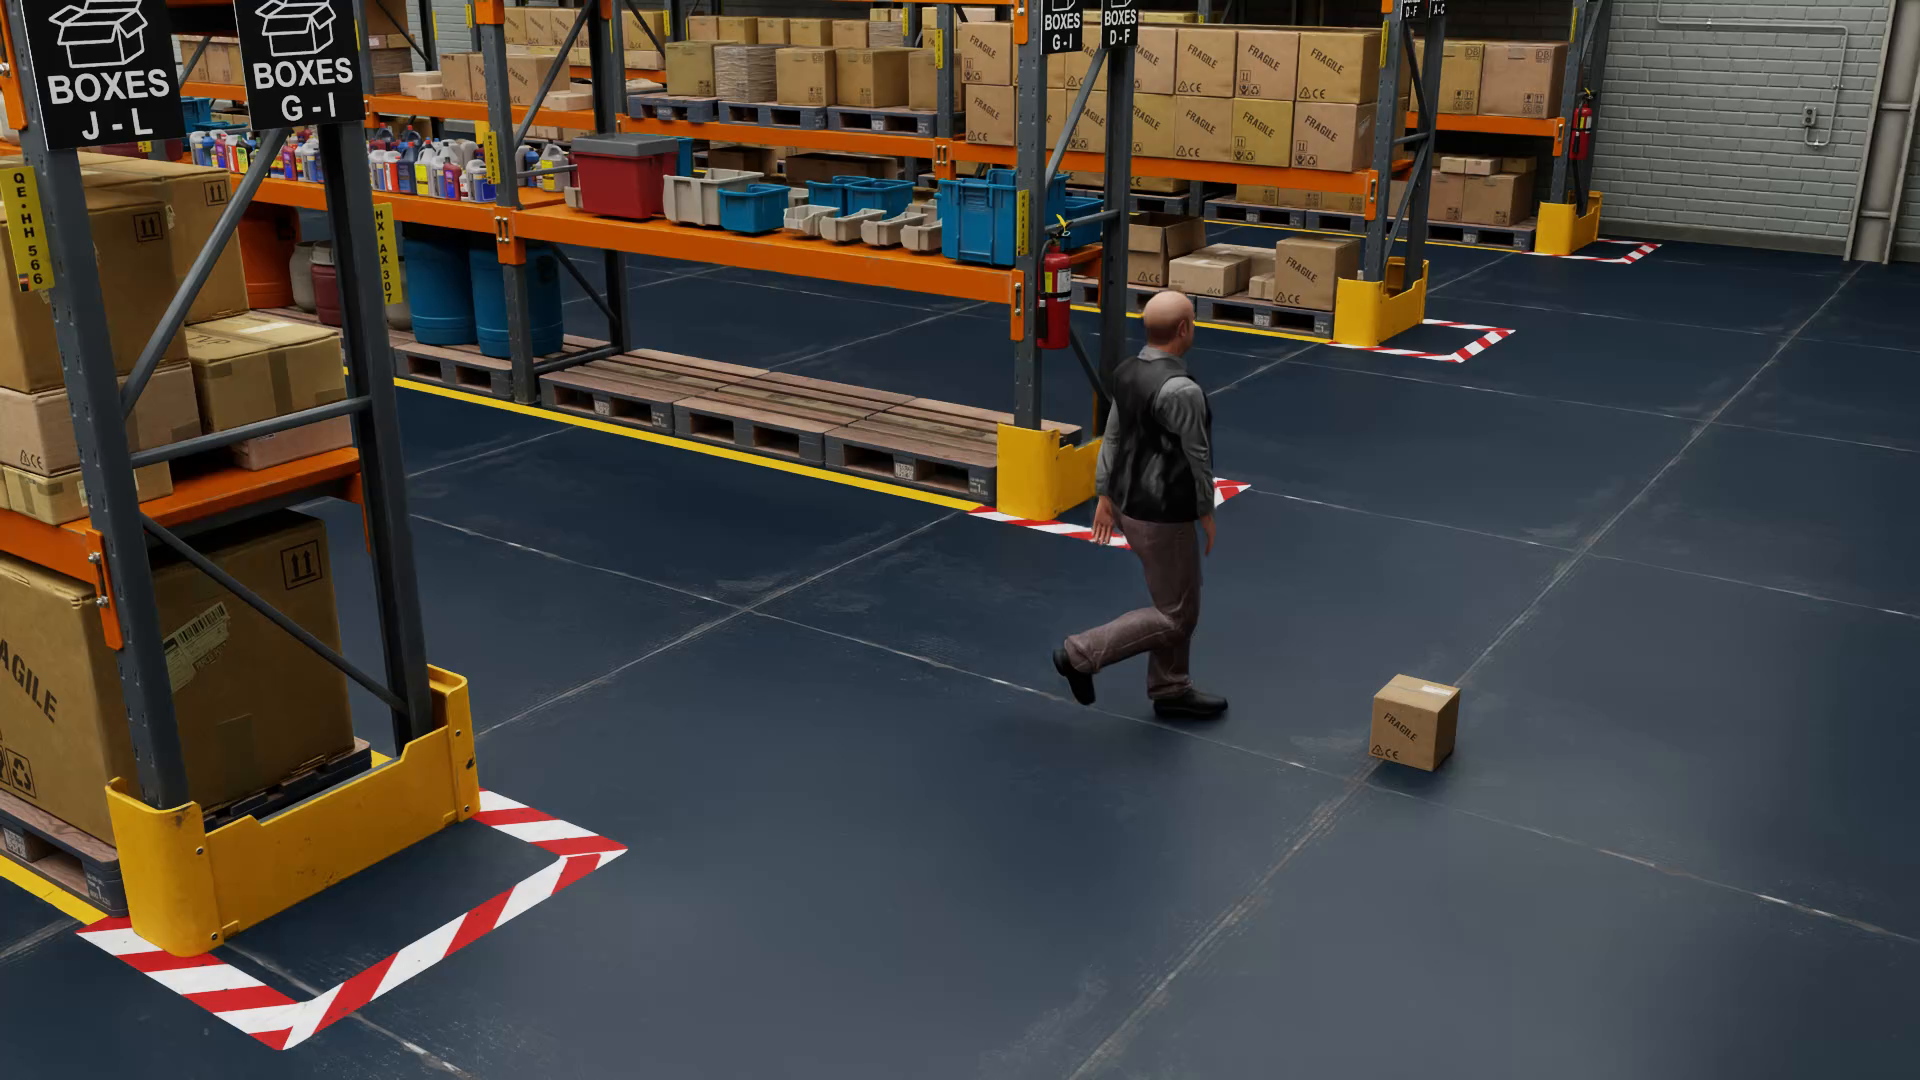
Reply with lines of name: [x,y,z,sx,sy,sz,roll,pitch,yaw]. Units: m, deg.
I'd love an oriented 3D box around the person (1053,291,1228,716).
person: [0.709,-0.103,6.384,0.737,1.704,0.495,-3,20,-9]
